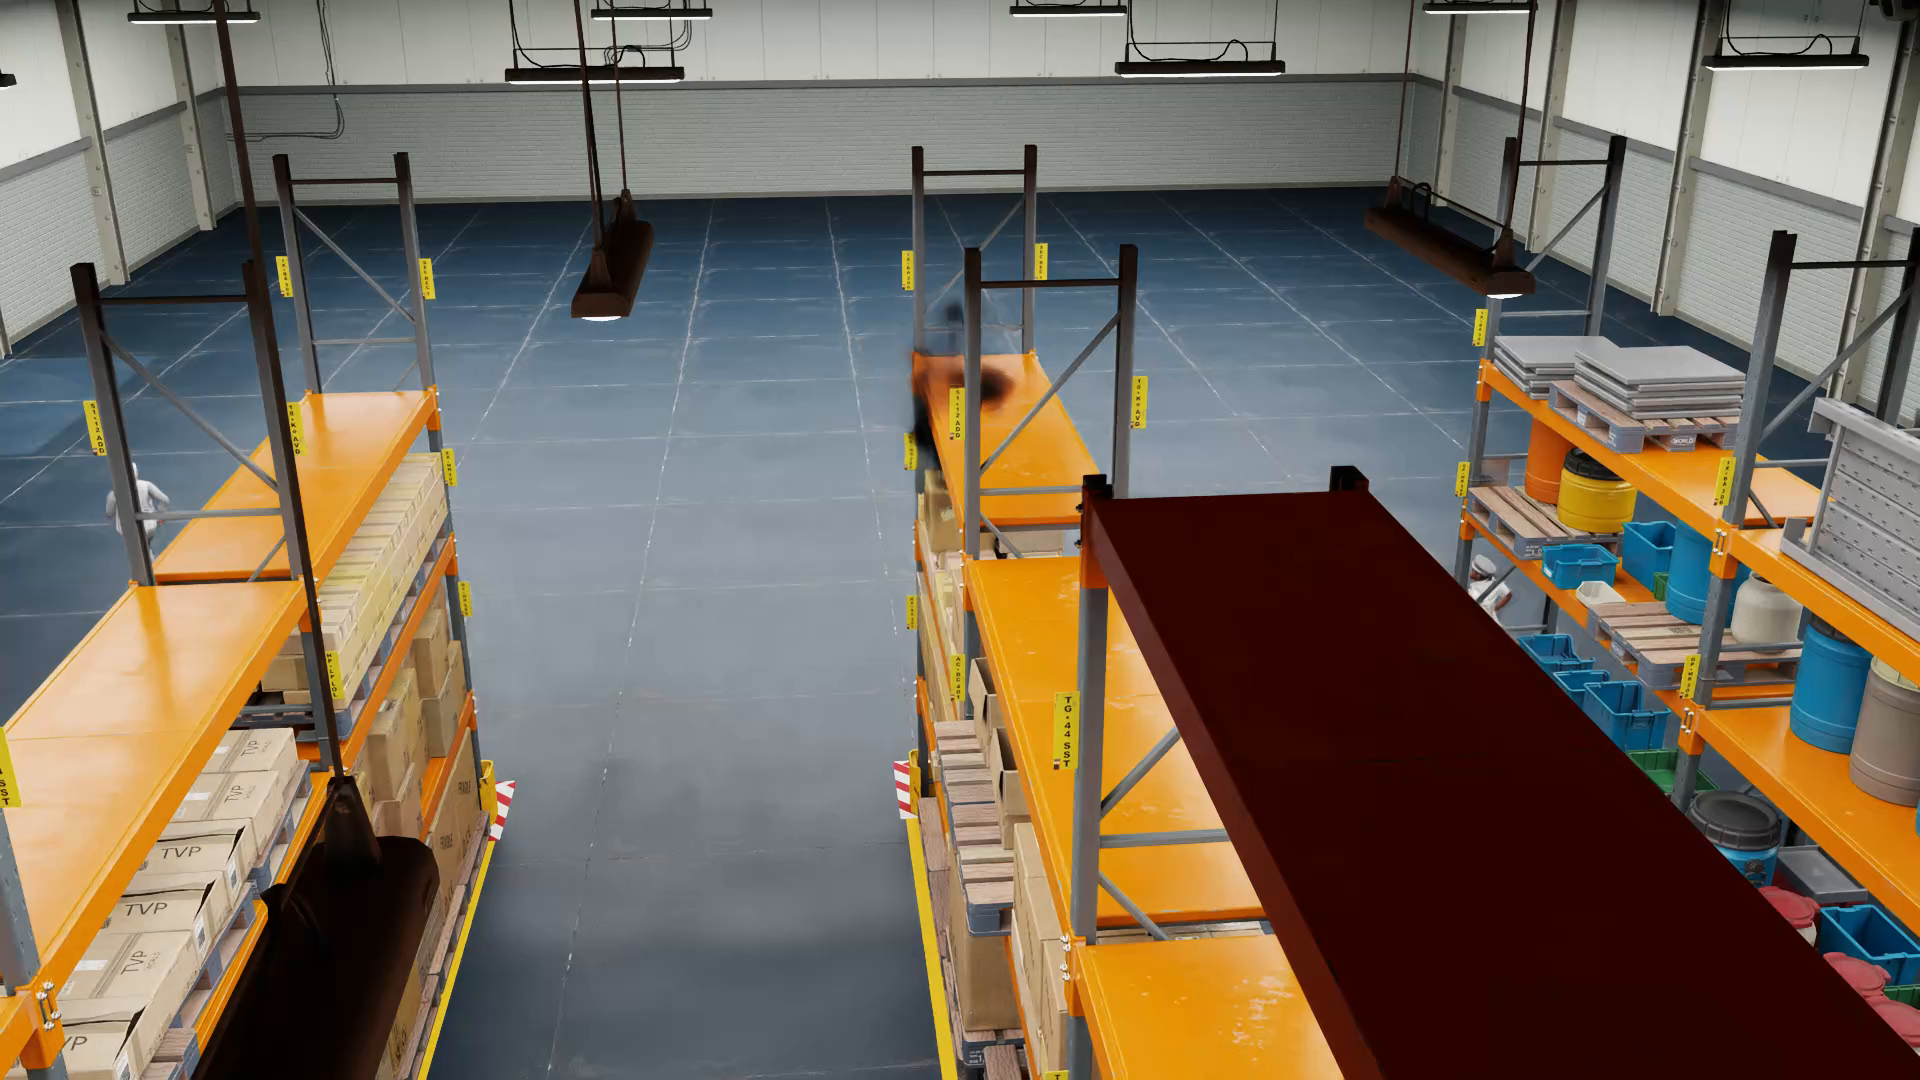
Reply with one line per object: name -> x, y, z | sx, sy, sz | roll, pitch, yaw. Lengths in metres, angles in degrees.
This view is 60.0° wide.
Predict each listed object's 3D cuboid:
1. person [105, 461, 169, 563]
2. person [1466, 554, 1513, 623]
person -> -9.676, -0.125, 19.566 | 0.715, 1.793, 0.625 | 16, 27, 35
person -> 5.333, 0.954, 16.975 | 0.674, 1.705, 0.598 | 12, 25, 28
